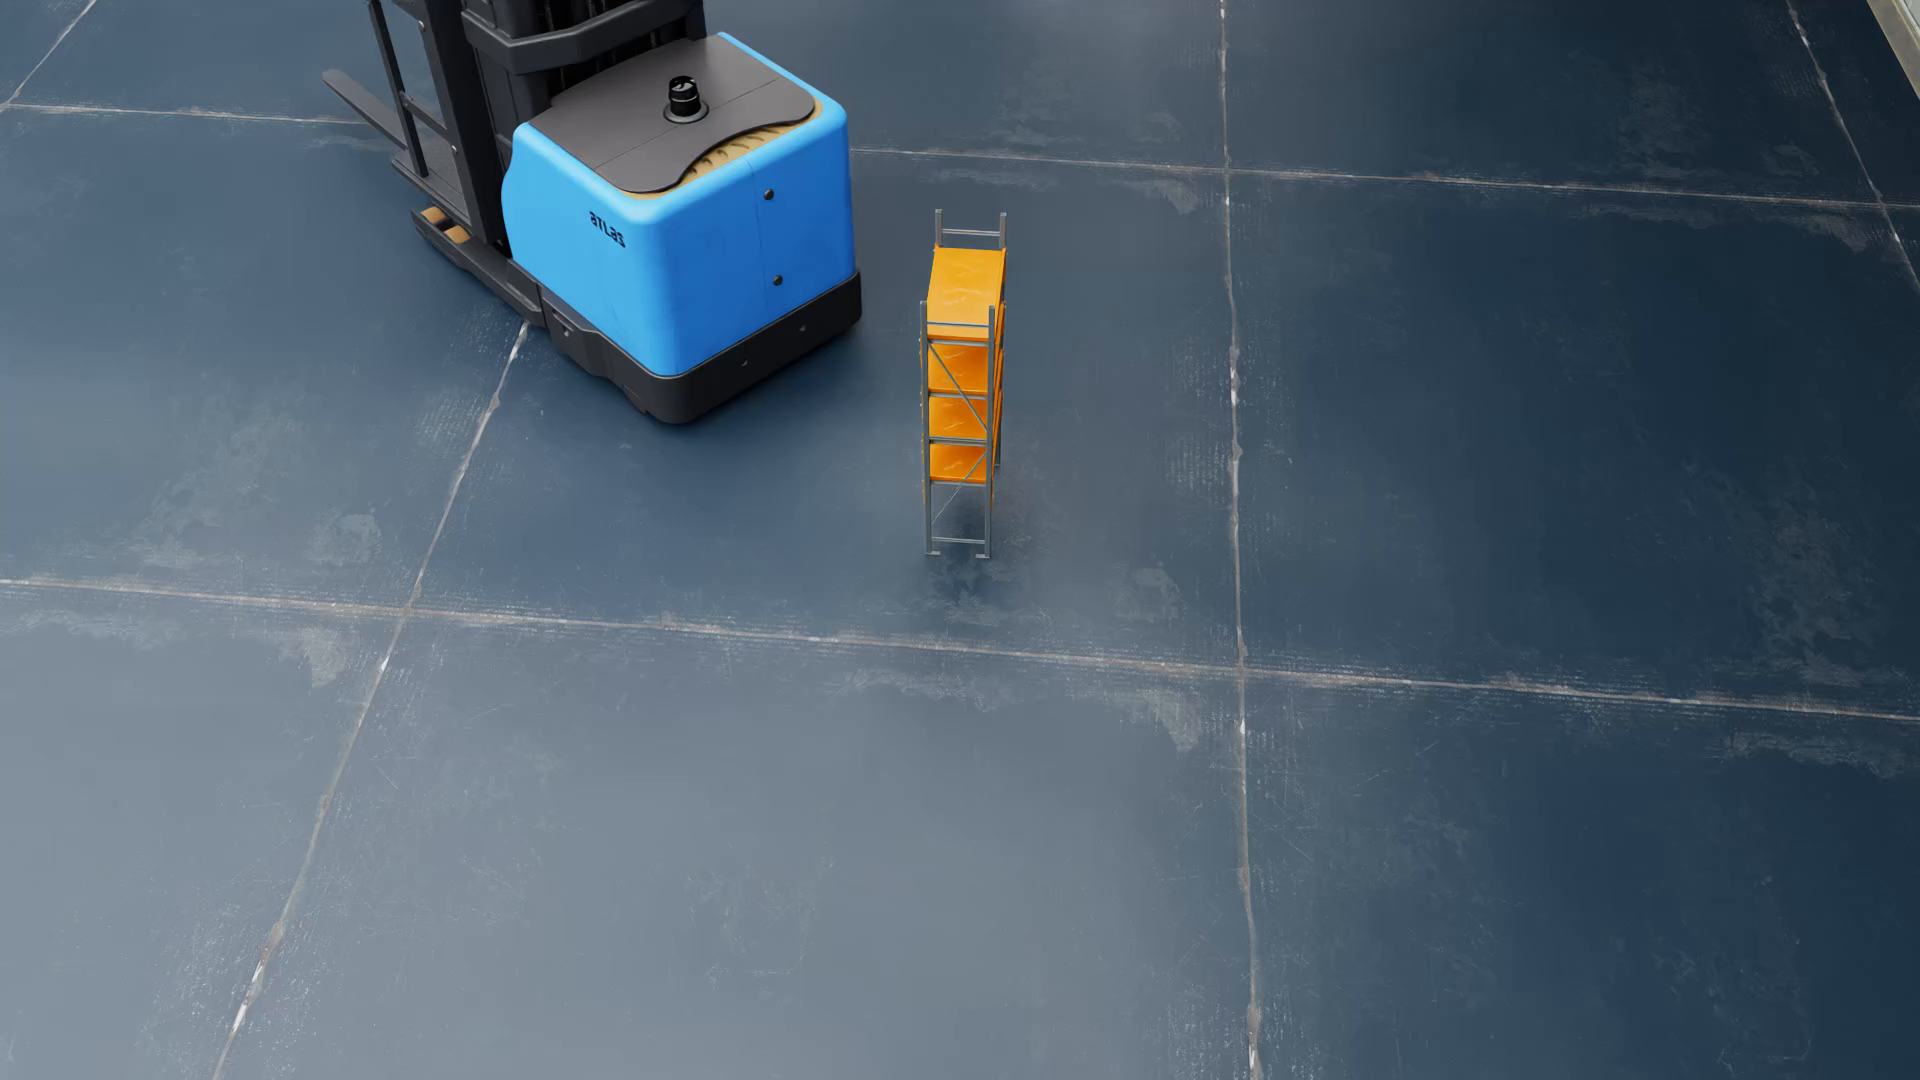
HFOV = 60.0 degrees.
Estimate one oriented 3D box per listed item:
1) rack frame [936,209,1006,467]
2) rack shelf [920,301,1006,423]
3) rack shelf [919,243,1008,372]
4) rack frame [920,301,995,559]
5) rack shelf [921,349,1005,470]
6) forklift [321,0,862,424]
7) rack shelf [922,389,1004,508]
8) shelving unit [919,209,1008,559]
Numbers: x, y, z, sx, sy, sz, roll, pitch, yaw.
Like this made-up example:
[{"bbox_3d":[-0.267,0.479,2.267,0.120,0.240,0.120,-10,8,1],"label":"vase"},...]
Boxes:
[{"bbox_3d":[0.037,-0.706,6.083,0.240,1.200,0.015,4,48,4],"label":"rack frame"},{"bbox_3d":[0.015,-0.632,5.803,0.258,0.148,0.480,4,48,4],"label":"rack shelf"},{"bbox_3d":[0.015,-0.792,5.629,0.258,0.148,0.480,4,48,4],"label":"rack shelf"},{"bbox_3d":[-0.007,-0.347,5.755,0.240,1.200,0.015,4,48,4],"label":"rack frame"},{"bbox_3d":[0.015,-0.481,5.968,0.258,0.148,0.480,4,48,4],"label":"rack shelf"},{"bbox_3d":[-1.792,-2.444,6.499,1.130,2.935,3.031,-35,56,-28],"label":"forklift"},{"bbox_3d":[0.015,-0.347,6.115,0.258,0.148,0.480,4,48,4],"label":"rack shelf"},{"bbox_3d":[0.015,-0.527,5.919,0.258,1.200,0.503,4,48,4],"label":"shelving unit"}]
